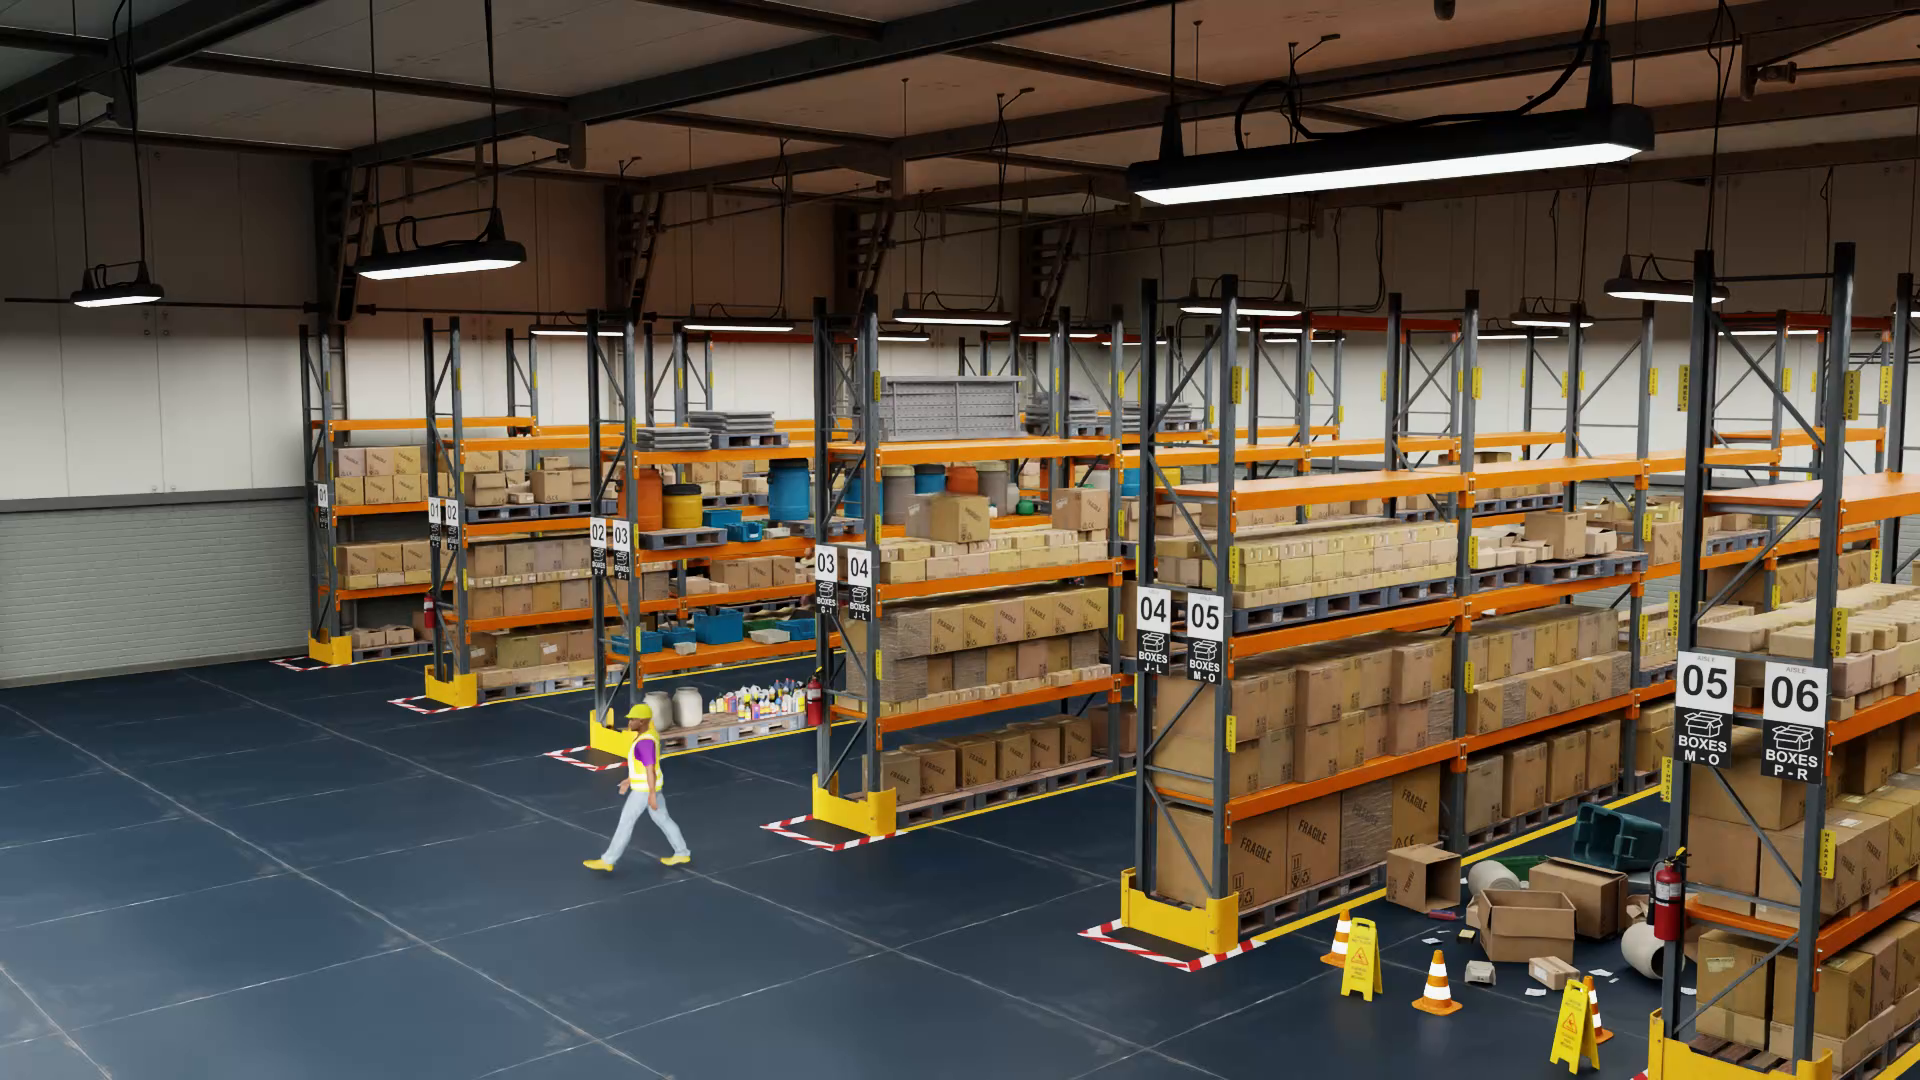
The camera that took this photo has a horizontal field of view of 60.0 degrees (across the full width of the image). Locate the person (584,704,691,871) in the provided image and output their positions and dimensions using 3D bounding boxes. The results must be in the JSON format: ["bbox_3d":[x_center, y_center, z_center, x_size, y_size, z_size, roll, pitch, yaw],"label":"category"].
[{"bbox_3d":[-3.342,2.547,17.257,1.051,1.703,0.583,0,6,1],"label":"person"}]

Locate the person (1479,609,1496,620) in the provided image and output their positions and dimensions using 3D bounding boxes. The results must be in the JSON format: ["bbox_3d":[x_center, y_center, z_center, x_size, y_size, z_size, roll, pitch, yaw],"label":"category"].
[{"bbox_3d":[8.081,1.801,25.127,0.693,1.667,0.731,-4,7,-33],"label":"person"}]

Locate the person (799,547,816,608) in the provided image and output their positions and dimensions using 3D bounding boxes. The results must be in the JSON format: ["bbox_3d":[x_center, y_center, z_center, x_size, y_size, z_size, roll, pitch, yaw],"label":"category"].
[{"bbox_3d":[-3.143,0.904,34.141,0.429,1.612,1.082,6,8,44],"label":"person"}]
